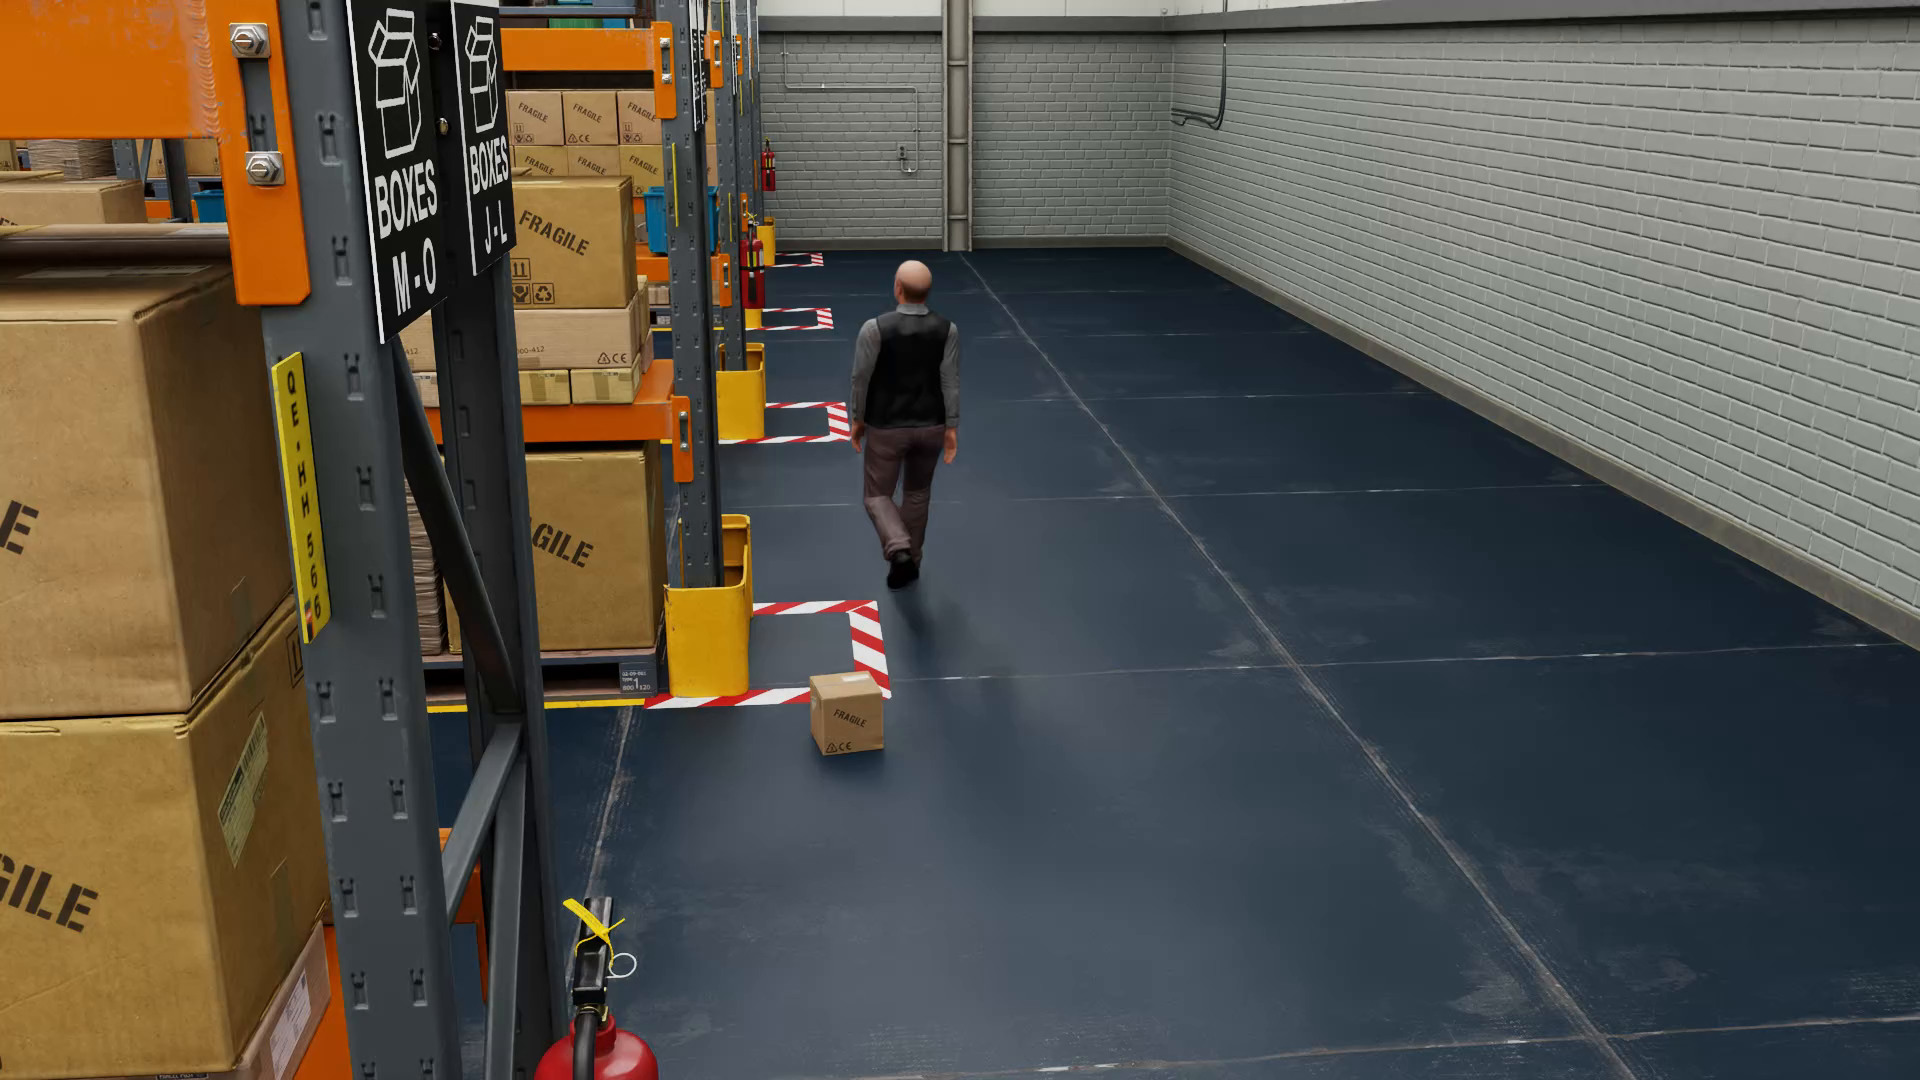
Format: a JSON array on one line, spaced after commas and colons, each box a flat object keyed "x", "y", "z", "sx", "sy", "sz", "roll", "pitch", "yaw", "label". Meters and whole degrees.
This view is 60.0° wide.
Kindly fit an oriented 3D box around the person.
[{"x": -0.278, "y": -0.567, "z": 8.451, "sx": 0.552, "sy": 1.696, "sz": 0.810, "roll": -4, "pitch": 17, "yaw": -15, "label": "person"}]
